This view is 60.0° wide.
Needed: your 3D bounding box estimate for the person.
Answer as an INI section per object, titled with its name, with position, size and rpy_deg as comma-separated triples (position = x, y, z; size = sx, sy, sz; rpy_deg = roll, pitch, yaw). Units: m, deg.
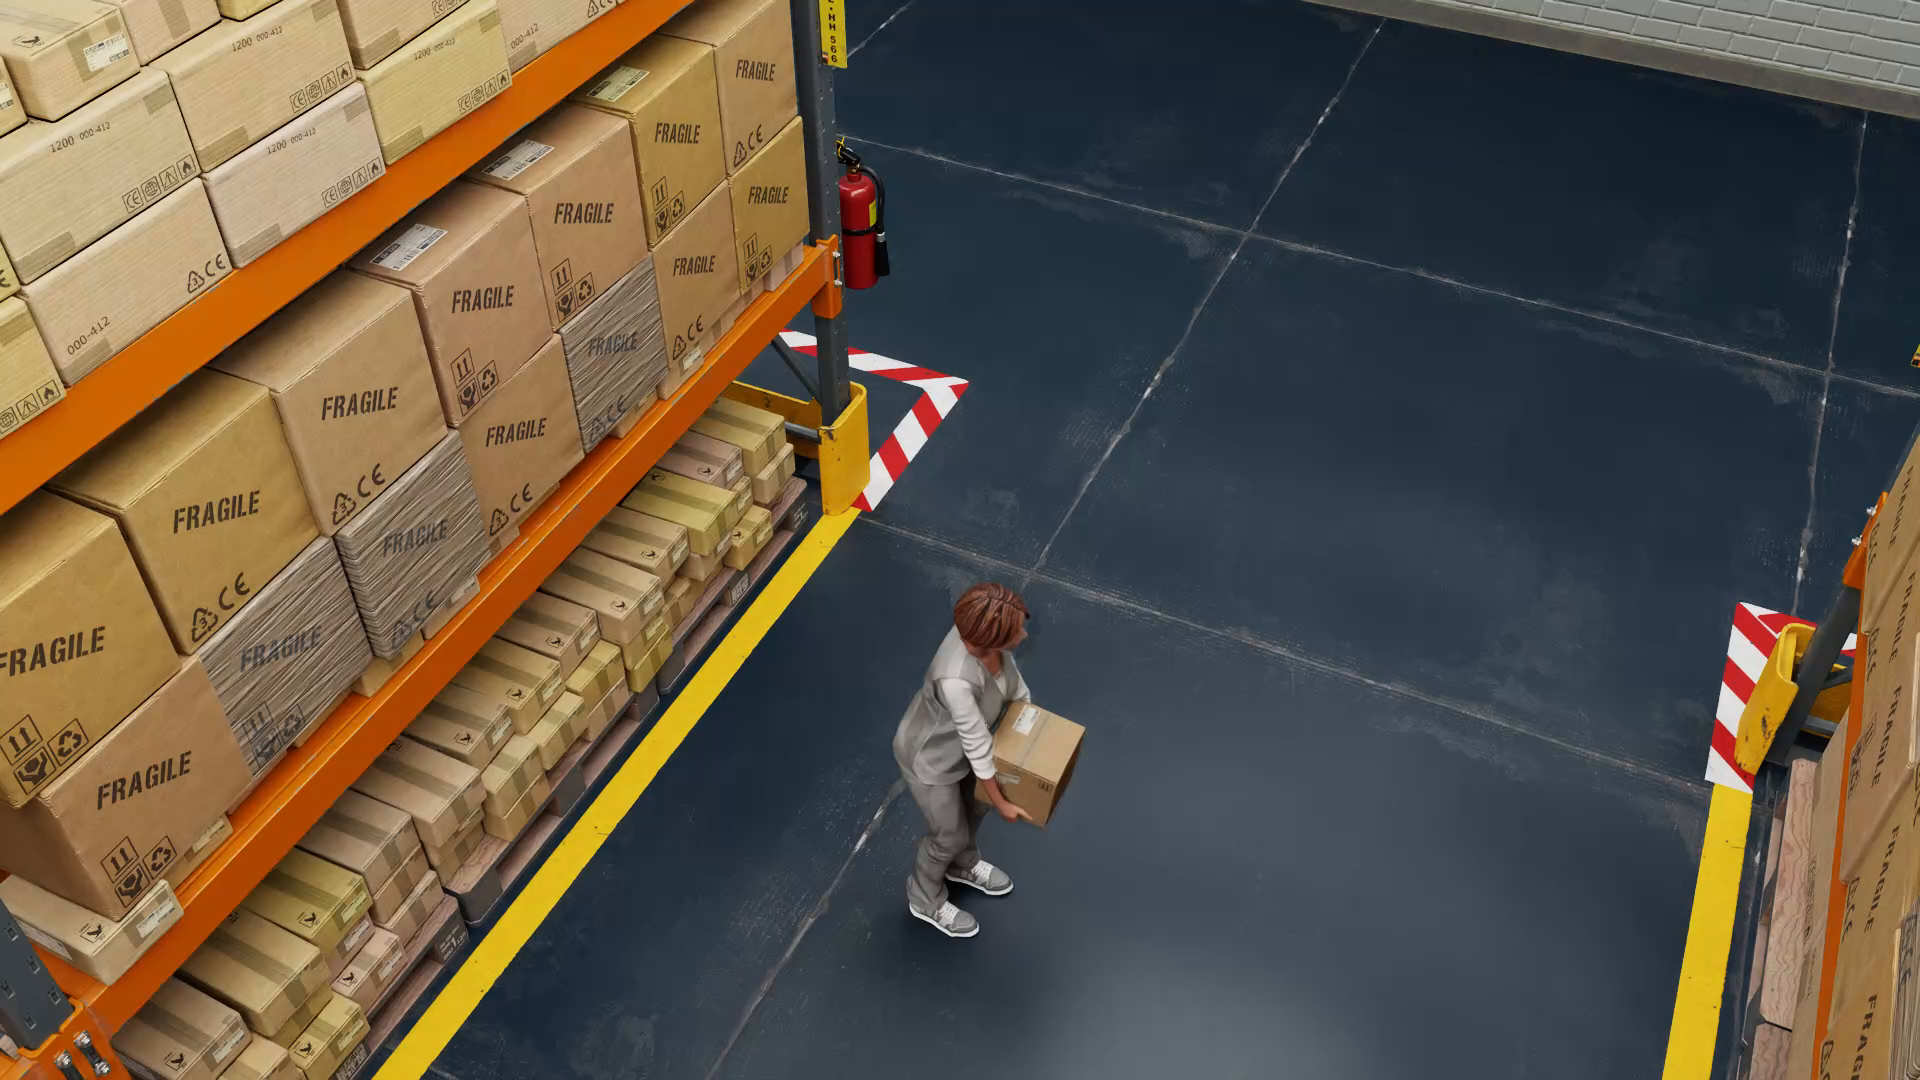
[person]
position = 0.047, 0.714, 5.410
size = 0.524, 1.577, 0.372
rpy_deg = 17, 45, 17
